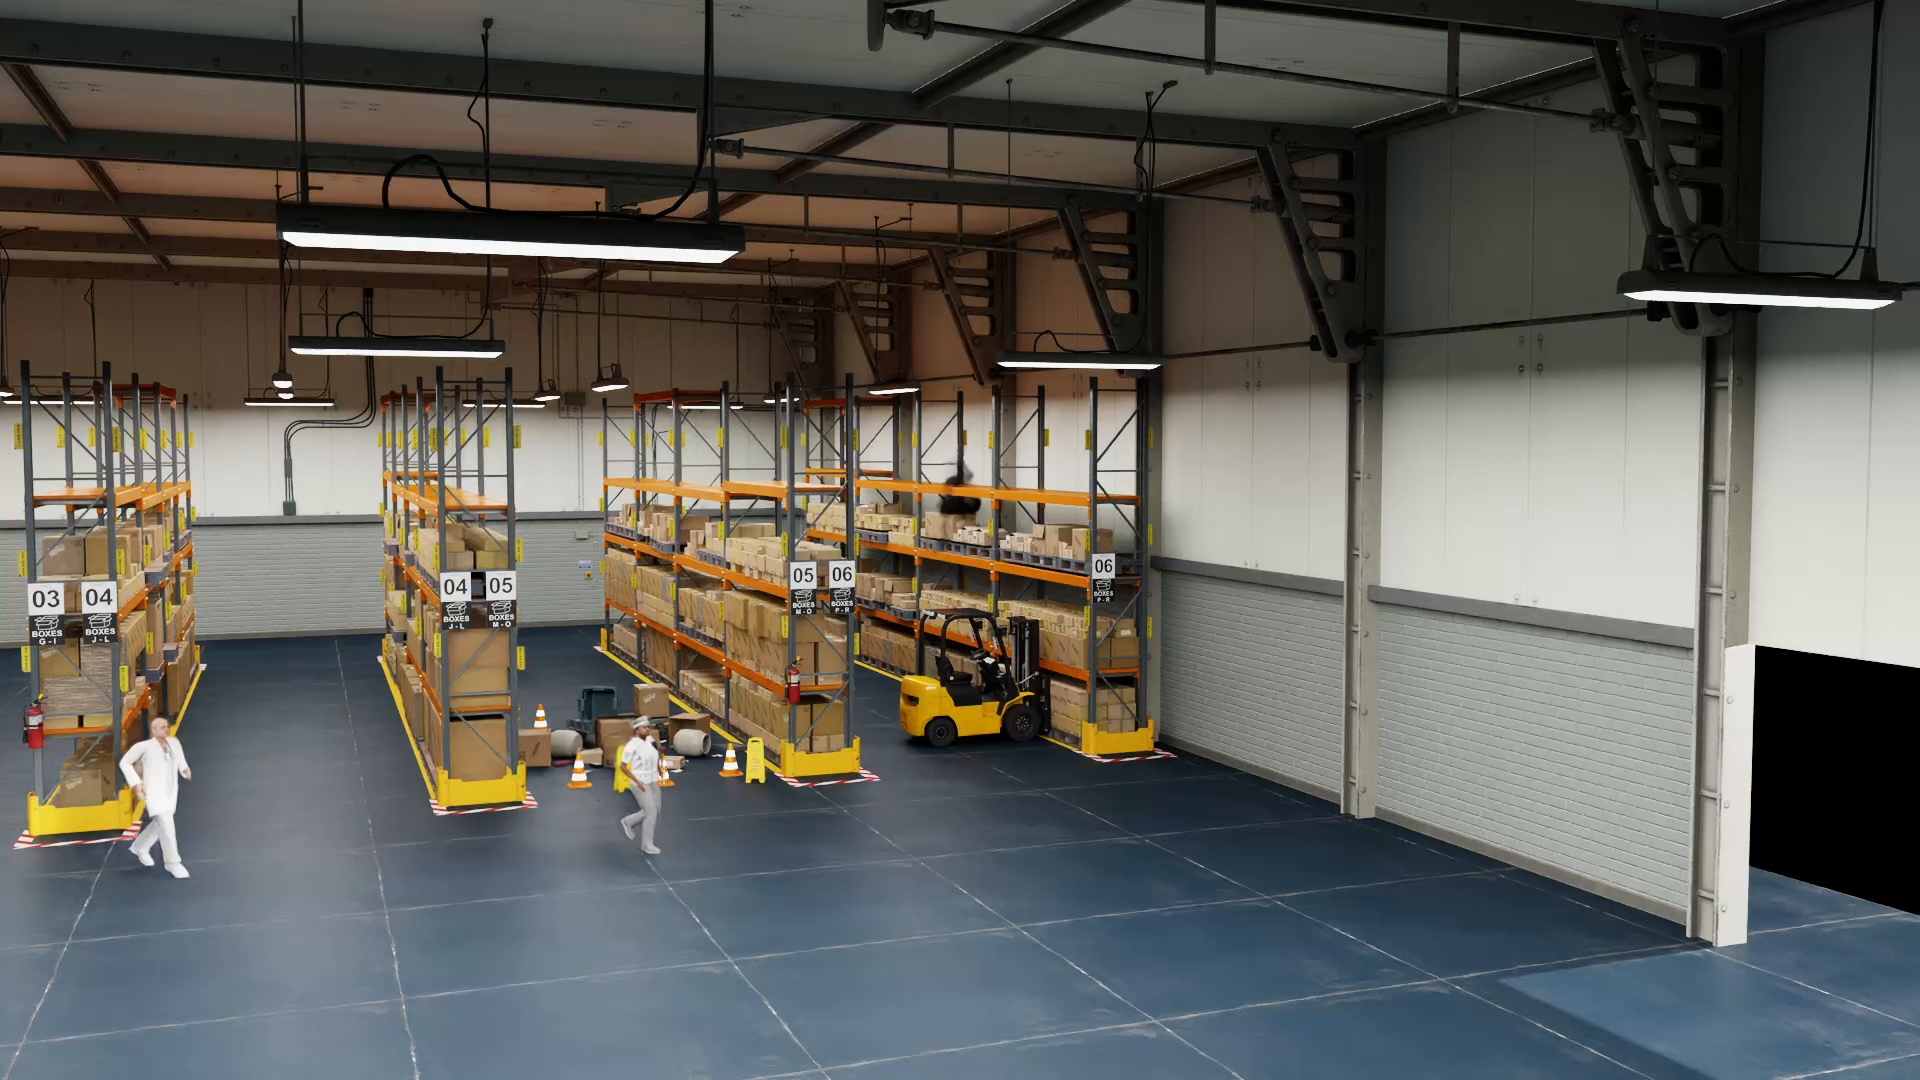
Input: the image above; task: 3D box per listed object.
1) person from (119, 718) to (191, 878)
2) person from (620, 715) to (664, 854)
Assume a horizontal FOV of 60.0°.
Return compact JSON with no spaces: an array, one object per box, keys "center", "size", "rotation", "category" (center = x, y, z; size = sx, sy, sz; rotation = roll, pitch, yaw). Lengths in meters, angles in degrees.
[{"center":[-9.274,2.954,19.242],"size":[0.971,1.812,0.698],"rotation":[1,4,21],"category":"person"},{"center":[-3.888,2.962,20.274],"size":[0.591,1.678,0.576],"rotation":[2,4,30],"category":"person"}]
